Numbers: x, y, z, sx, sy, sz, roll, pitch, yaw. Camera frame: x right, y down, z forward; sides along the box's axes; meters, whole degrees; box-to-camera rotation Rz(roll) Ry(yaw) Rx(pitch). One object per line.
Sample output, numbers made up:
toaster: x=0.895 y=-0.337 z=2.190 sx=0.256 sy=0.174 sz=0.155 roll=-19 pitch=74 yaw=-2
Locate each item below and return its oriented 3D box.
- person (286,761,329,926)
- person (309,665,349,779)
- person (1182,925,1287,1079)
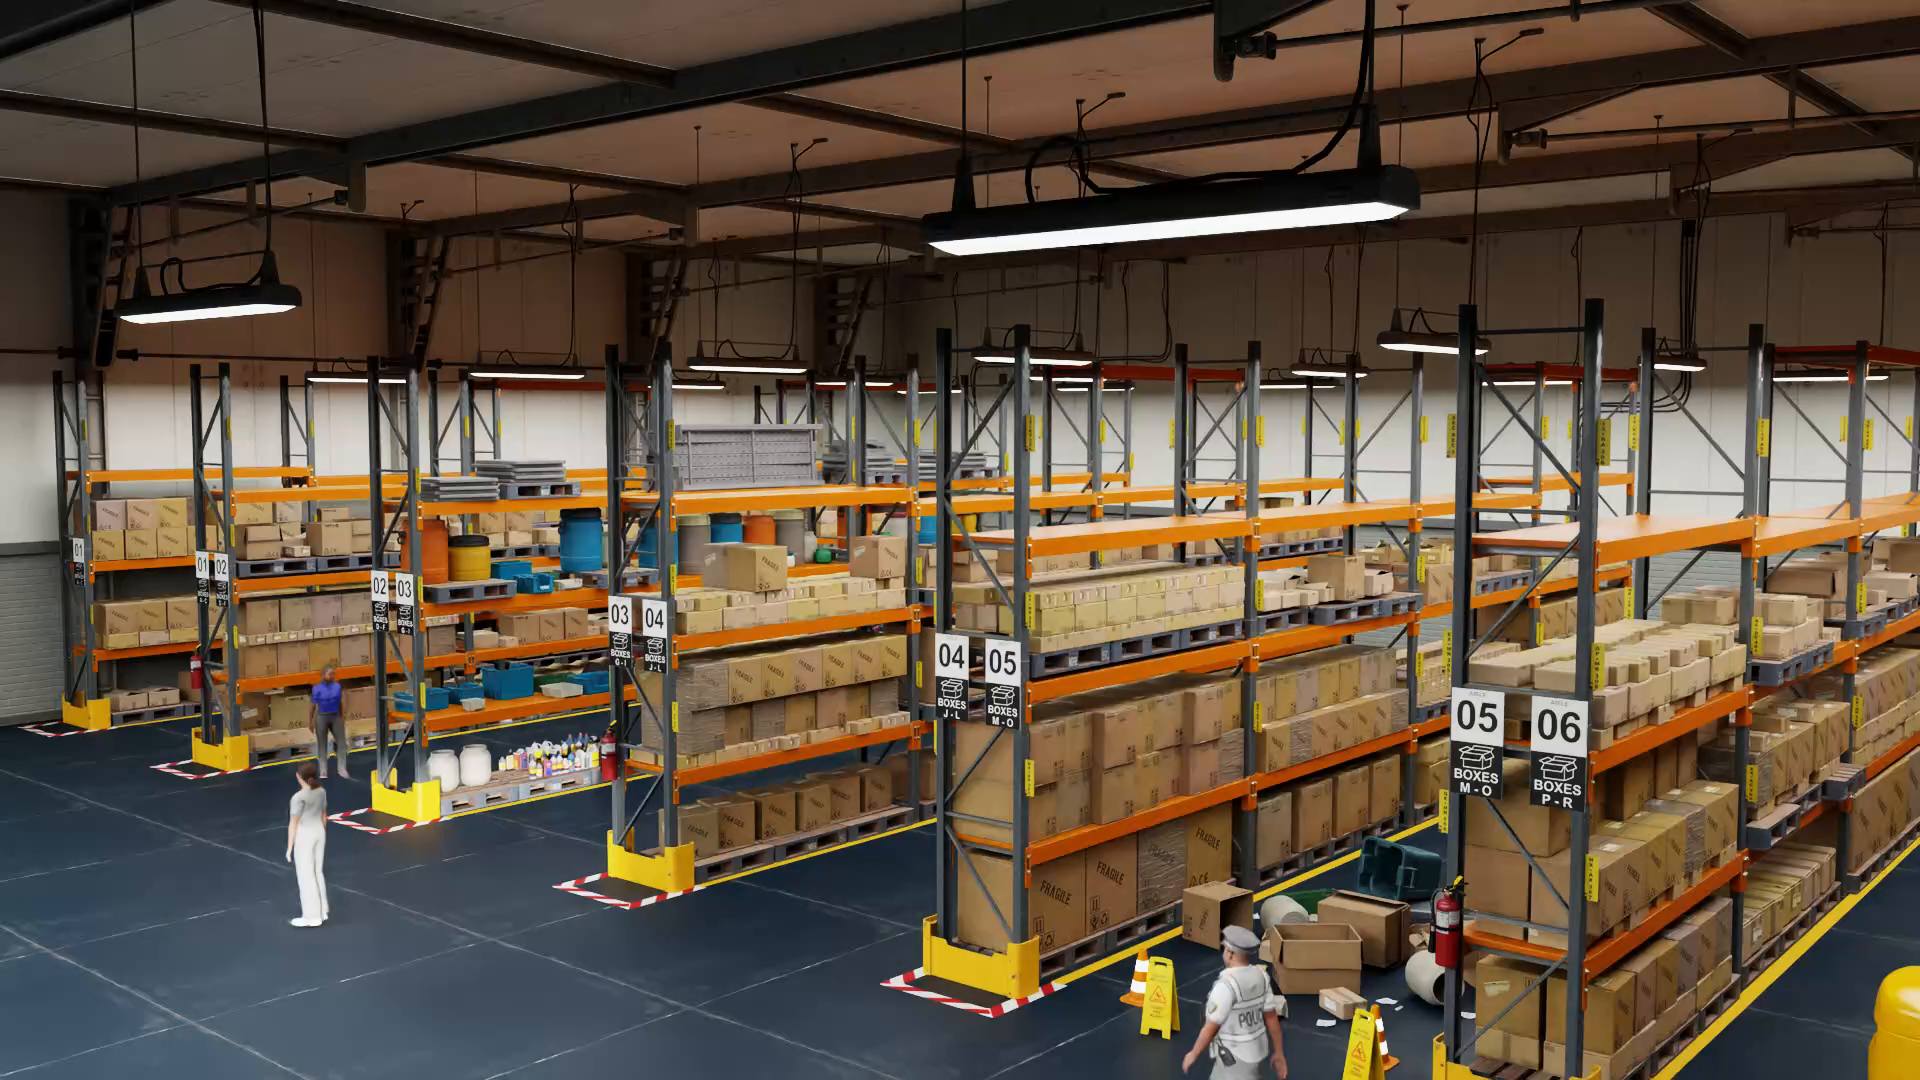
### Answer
person: x=-6.663 y=3.110 z=17.006 sx=0.370 sy=1.707 sz=0.560 roll=1 pitch=4 yaw=16
person: x=-9.118 y=2.650 z=23.994 sx=0.540 sy=1.661 sz=0.364 roll=-4 pitch=6 yaw=-43
person: x=1.841 y=3.481 z=11.299 sx=1.072 sy=1.711 sz=0.518 roll=2 pitch=5 yaw=26
